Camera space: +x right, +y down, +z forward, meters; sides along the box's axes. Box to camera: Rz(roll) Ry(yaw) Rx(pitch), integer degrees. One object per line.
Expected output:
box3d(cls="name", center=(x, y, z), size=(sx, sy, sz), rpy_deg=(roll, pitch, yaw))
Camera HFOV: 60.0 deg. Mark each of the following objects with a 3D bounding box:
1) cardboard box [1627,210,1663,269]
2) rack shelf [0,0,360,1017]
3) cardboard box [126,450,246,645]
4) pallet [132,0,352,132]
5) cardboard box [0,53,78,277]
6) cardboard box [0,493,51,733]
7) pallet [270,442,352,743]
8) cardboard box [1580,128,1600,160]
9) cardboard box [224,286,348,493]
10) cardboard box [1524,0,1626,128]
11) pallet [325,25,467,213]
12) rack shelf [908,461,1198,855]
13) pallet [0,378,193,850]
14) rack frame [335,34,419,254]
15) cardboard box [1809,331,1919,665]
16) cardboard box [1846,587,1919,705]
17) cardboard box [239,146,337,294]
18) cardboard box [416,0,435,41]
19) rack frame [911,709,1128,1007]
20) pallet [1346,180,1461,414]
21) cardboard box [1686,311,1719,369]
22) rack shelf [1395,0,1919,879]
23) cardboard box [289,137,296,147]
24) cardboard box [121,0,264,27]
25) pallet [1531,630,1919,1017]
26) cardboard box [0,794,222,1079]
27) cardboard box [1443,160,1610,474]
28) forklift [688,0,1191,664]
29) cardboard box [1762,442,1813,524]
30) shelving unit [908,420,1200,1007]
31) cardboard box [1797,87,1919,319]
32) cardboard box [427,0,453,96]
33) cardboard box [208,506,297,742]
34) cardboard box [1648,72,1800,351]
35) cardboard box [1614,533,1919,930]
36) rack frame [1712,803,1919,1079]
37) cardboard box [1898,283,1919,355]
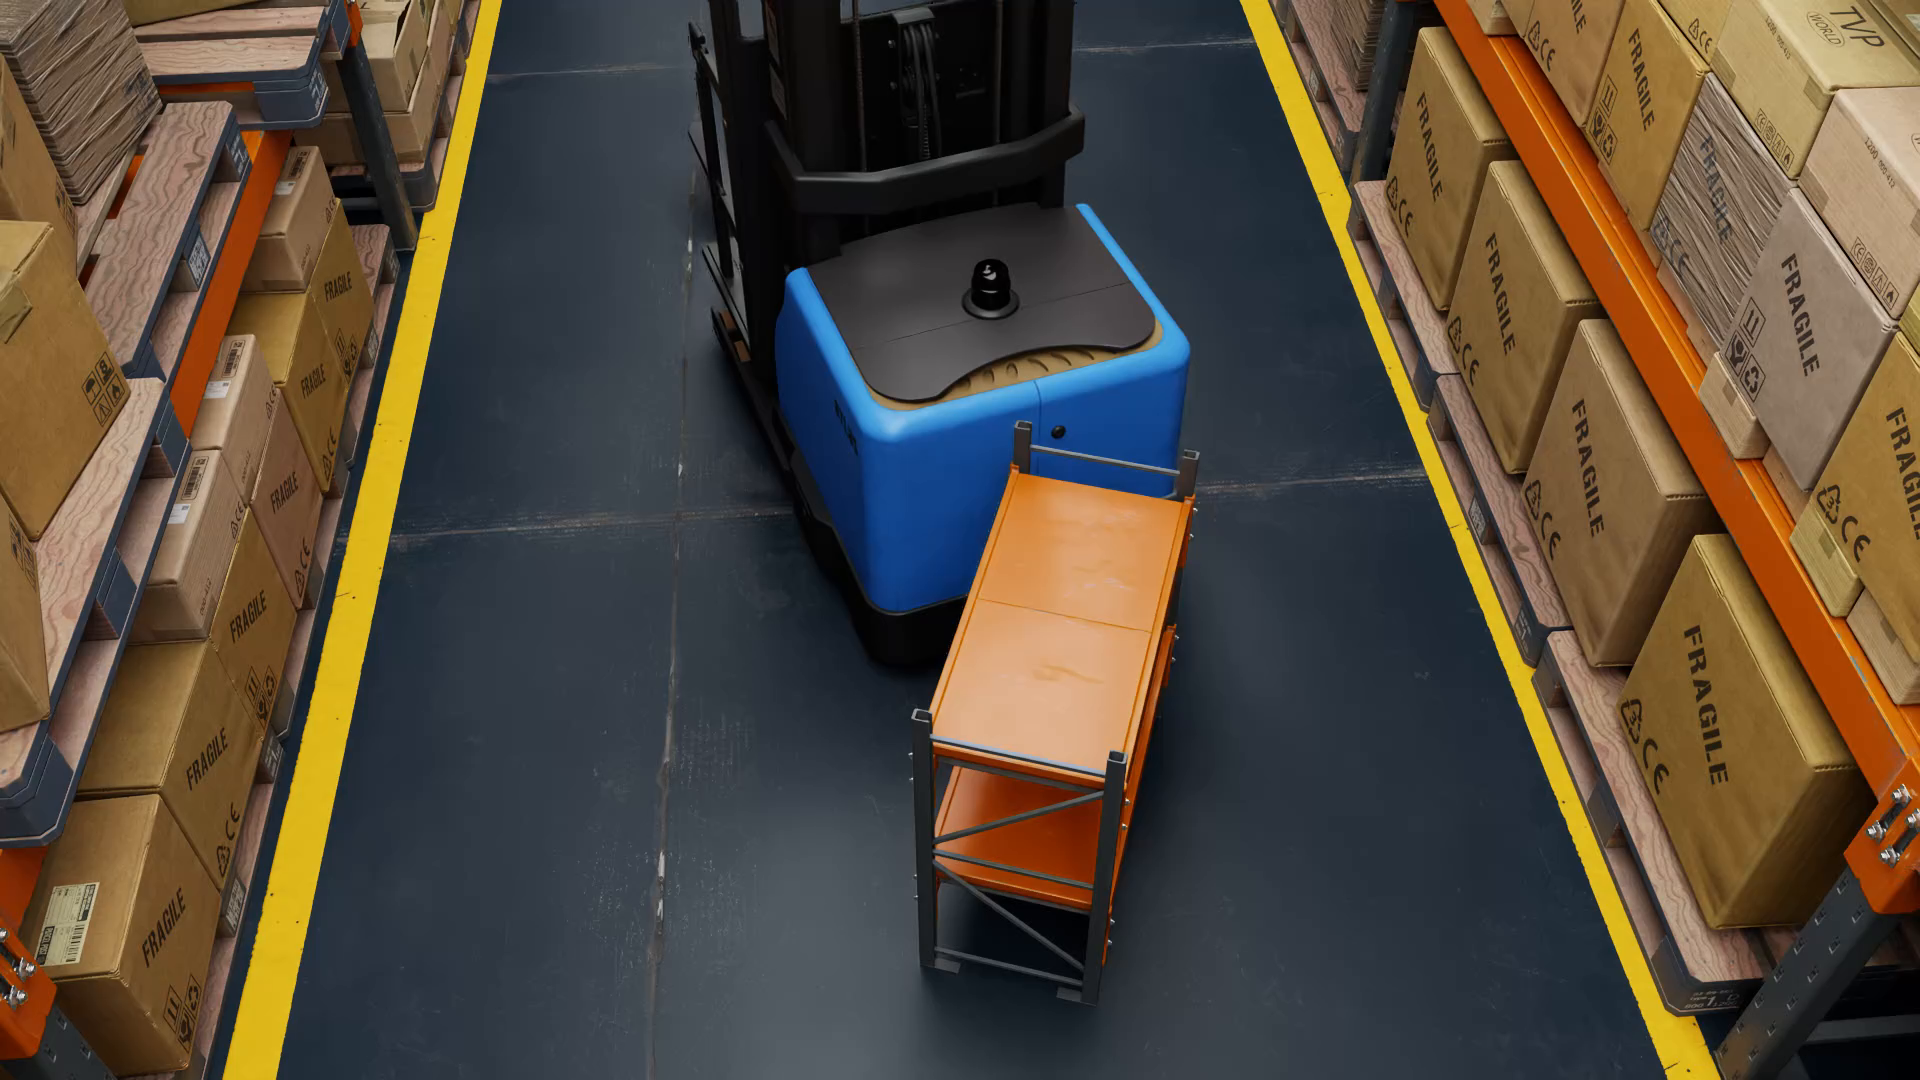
box3d(cls="cardboard box", center=(2.130, -0.905, 4.700), size=(0.380, 0.149, 0.250), rpy_deg=(-2, 47, -2))
box3d(cls="rack shelf", center=(-2.589, -0.538, 4.689), size=(1.077, 0.370, 4.000), rpy_deg=(-3, 47, -3))
box3d(cls="cardboard box", center=(-2.303, 0.024, 4.564), size=(0.500, 0.250, 0.500), rpy_deg=(-3, 47, -3))
box3d(cls="pallet", center=(-2.630, -1.680, 5.407), size=(1.213, 0.211, 1.003), rpy_deg=(-3, 47, -3))
box3d(cls="cardboard box", center=(-2.631, -0.791, 4.076), size=(0.700, 0.500, 0.500), rpy_deg=(-14, 48, -13))
box3d(cls="cardboard box", center=(-2.238, 0.127, 3.206), size=(0.700, 0.500, 0.500), rpy_deg=(-18, 49, -16))
box3d(cls="pallet", center=(-2.633, 0.150, 5.463), size=(1.003, 0.211, 1.213), rpy_deg=(-3, 47, -3))
box3d(cls="cardboard box", center=(2.112, -1.275, 5.051), size=(0.380, 0.149, 0.250), rpy_deg=(-3, 47, -3))
box3d(cls="cardboard box", center=(-2.401, -0.487, 5.564), size=(0.500, 0.500, 0.500), rpy_deg=(-5, 47, -5))
box3d(cls="cardboard box", center=(2.040, -1.574, 4.887), size=(0.500, 0.500, 0.500), rpy_deg=(-4, 47, -3))
box3d(cls="pallet", center=(-2.787, -1.871, 7.377), size=(1.003, 0.211, 1.213), rpy_deg=(-3, 47, -3))
box3d(cls="rack shelf", center=(0.263, 0.273, 4.313), size=(0.538, 0.278, 1.000), rpy_deg=(11, 48, 10))
box3d(cls="pallet", center=(-2.380, 0.143, 3.681), size=(1.003, 0.211, 1.213), rpy_deg=(-3, 47, -3))
box3d(cls="rack frame", center=(-2.757, -2.232, 5.798), size=(1.000, 3.000, 0.127), rpy_deg=(-3, 47, -3))
box3d(cls="cardboard box", center=(2.224, -0.104, 3.495), size=(0.500, 0.500, 0.500), rpy_deg=(-4, 47, -4))
box3d(cls="cardboard box", center=(2.204, 0.210, 3.644), size=(0.380, 0.149, 0.250), rpy_deg=(-3, 47, -3))
box3d(cls="cardboard box", center=(-2.435, -1.079, 5.608), size=(0.500, 0.250, 0.500), rpy_deg=(-2, 47, -2))
box3d(cls="cardboard box", center=(-2.560, -2.400, 7.176), size=(0.500, 0.311, 0.500), rpy_deg=(-5, 47, -4))
box3d(cls="rack frame", center=(0.133, 0.832, 4.188), size=(0.500, 1.125, 0.032), rpy_deg=(11, 48, 10))
box3d(cls="pallet", center=(2.170, -1.002, 6.554), size=(1.003, 0.211, 1.213), rpy_deg=(-3, 47, -3))
box3d(cls="cardboard box", center=(2.147, -0.530, 4.345), size=(0.380, 0.149, 0.250), rpy_deg=(-3, 47, -3))
box3d(cls="rack shelf", center=(2.347, -0.842, 4.977), size=(1.077, 0.370, 4.000), rpy_deg=(-3, 47, -3))
box3d(cls="cardboard box", center=(-3.044, -1.797, 6.990), size=(0.500, 0.250, 0.500), rpy_deg=(-2, 47, -2))
box3d(cls="cardboard box", center=(-2.591, -1.962, 5.184), size=(0.700, 0.500, 0.500), rpy_deg=(-18, 49, -16))
box3d(cls="pallet", center=(2.375, 0.763, 4.882), size=(1.003, 0.211, 1.213), rpy_deg=(-3, 47, -3))
box3d(cls="cardboard box", center=(-2.219, 1.005, 4.151), size=(0.500, 0.500, 0.500), rpy_deg=(-5, 47, -5))
box3d(cls="cardboard box", center=(2.177, -0.767, 5.602), size=(0.750, 0.750, 0.750), rpy_deg=(-4, 47, -3))
box3d(cls="forklift", center=(-0.309, -1.704, 5.345), size=(1.130, 2.935, 3.031), rpy_deg=(-16, 49, -14))
box3d(cls="cardboard box", center=(2.183, -0.161, 3.996), size=(0.380, 0.149, 0.250), rpy_deg=(-2, 47, -2))
box3d(cls="shelving unit", center=(0.263, 0.475, 4.526), size=(0.538, 1.125, 1.048), rpy_deg=(11, 48, 10))
box3d(cls="cardboard box", center=(2.187, -0.736, 3.577), size=(0.500, 0.250, 0.500), rpy_deg=(-3, 47, -2))
box3d(cls="cardboard box", center=(-2.551, -2.192, 7.364), size=(0.500, 0.250, 0.500), rpy_deg=(-5, 47, -4))
box3d(cls="cardboard box", center=(-2.309, 0.258, 4.858), size=(0.500, 0.500, 0.500), rpy_deg=(-3, 47, -3))
box3d(cls="cardboard box", center=(2.138, -0.837, 4.189), size=(0.500, 0.500, 0.500), rpy_deg=(-3, 47, -3))
box3d(cls="cardboard box", center=(2.330, 0.490, 4.411), size=(0.750, 0.750, 0.750), rpy_deg=(-3, 47, -3))
box3d(cls="rack frame", center=(2.514, 0.358, 3.345), size=(1.000, 3.000, 0.127), rpy_deg=(-3, 47, -3))
box3d(cls="cardboard box", center=(2.220, -0.366, 3.226), size=(0.500, 0.250, 0.500), rpy_deg=(-2, 47, -2))
